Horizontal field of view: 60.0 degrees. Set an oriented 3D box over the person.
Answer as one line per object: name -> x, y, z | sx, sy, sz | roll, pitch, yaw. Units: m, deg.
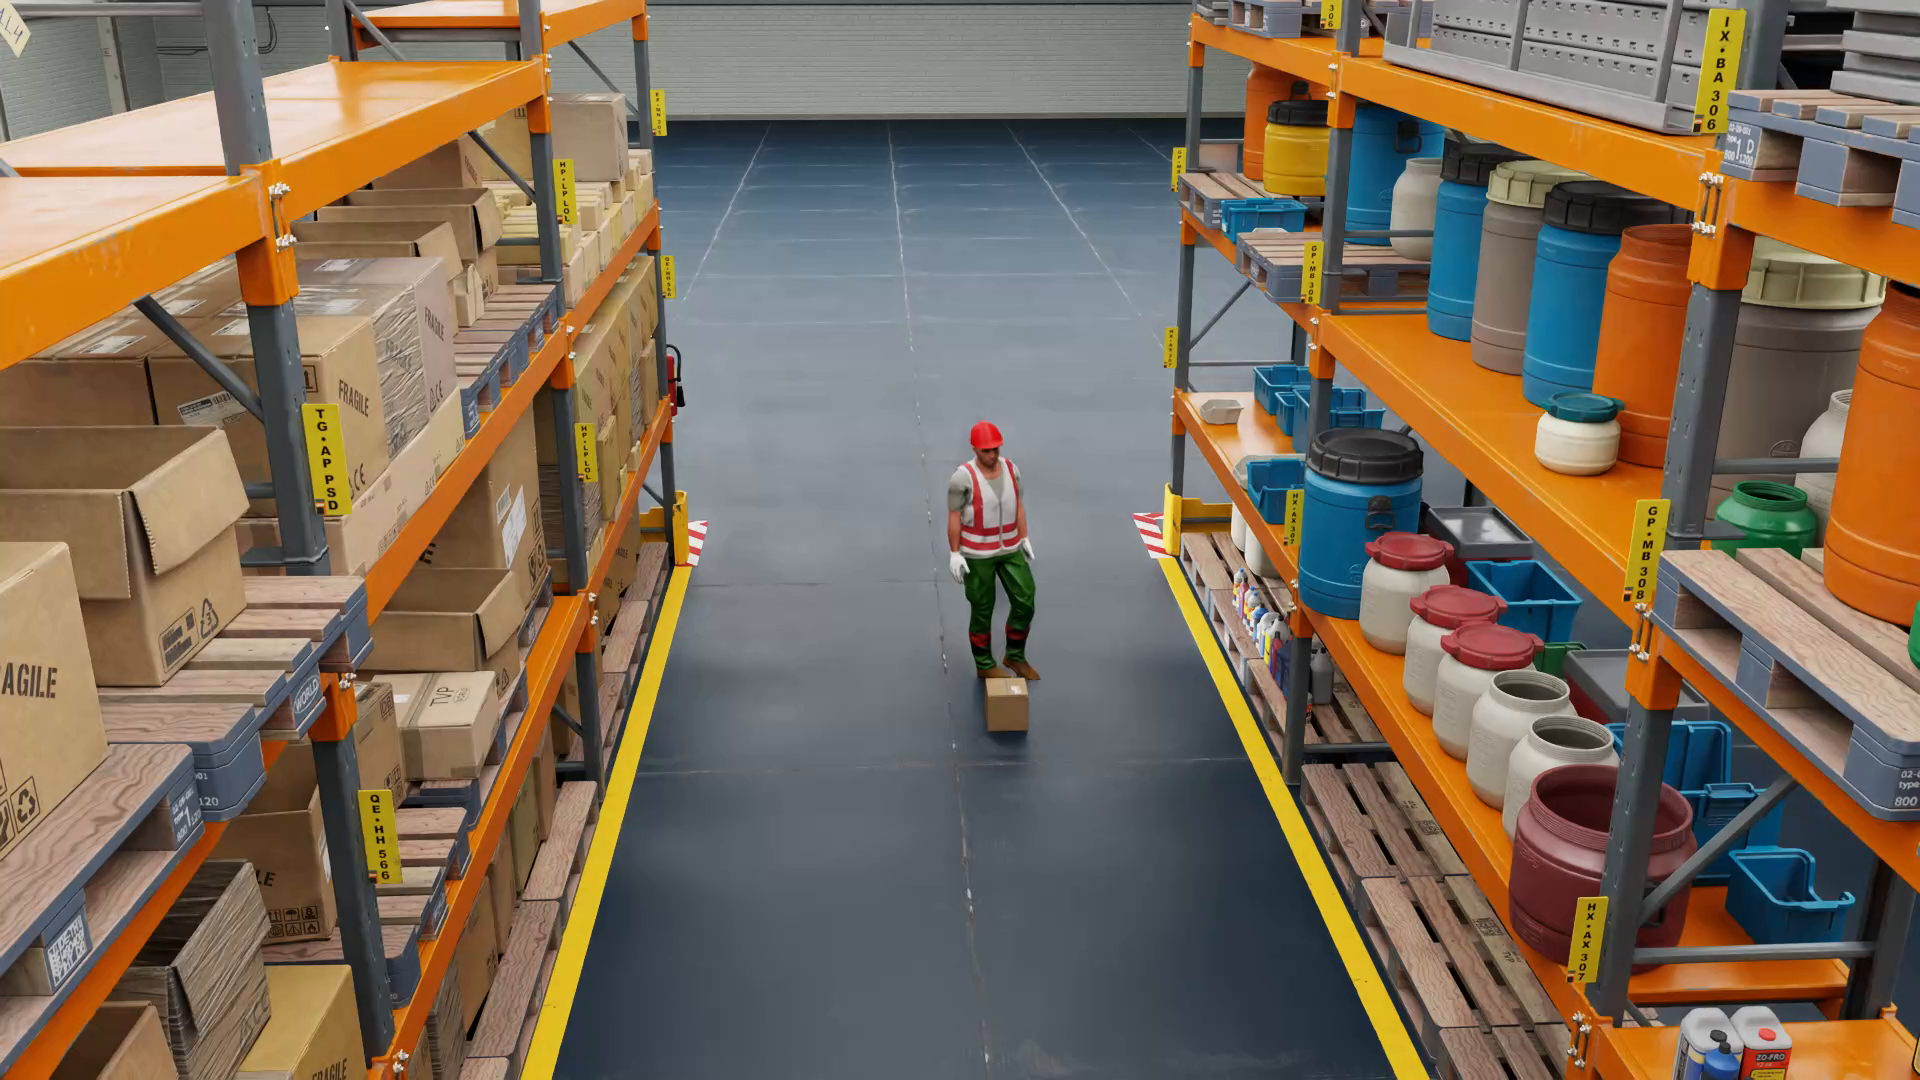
person -> 0.226, 0.108, 10.773 | 0.575, 1.815, 0.423 | -11, 23, -28
